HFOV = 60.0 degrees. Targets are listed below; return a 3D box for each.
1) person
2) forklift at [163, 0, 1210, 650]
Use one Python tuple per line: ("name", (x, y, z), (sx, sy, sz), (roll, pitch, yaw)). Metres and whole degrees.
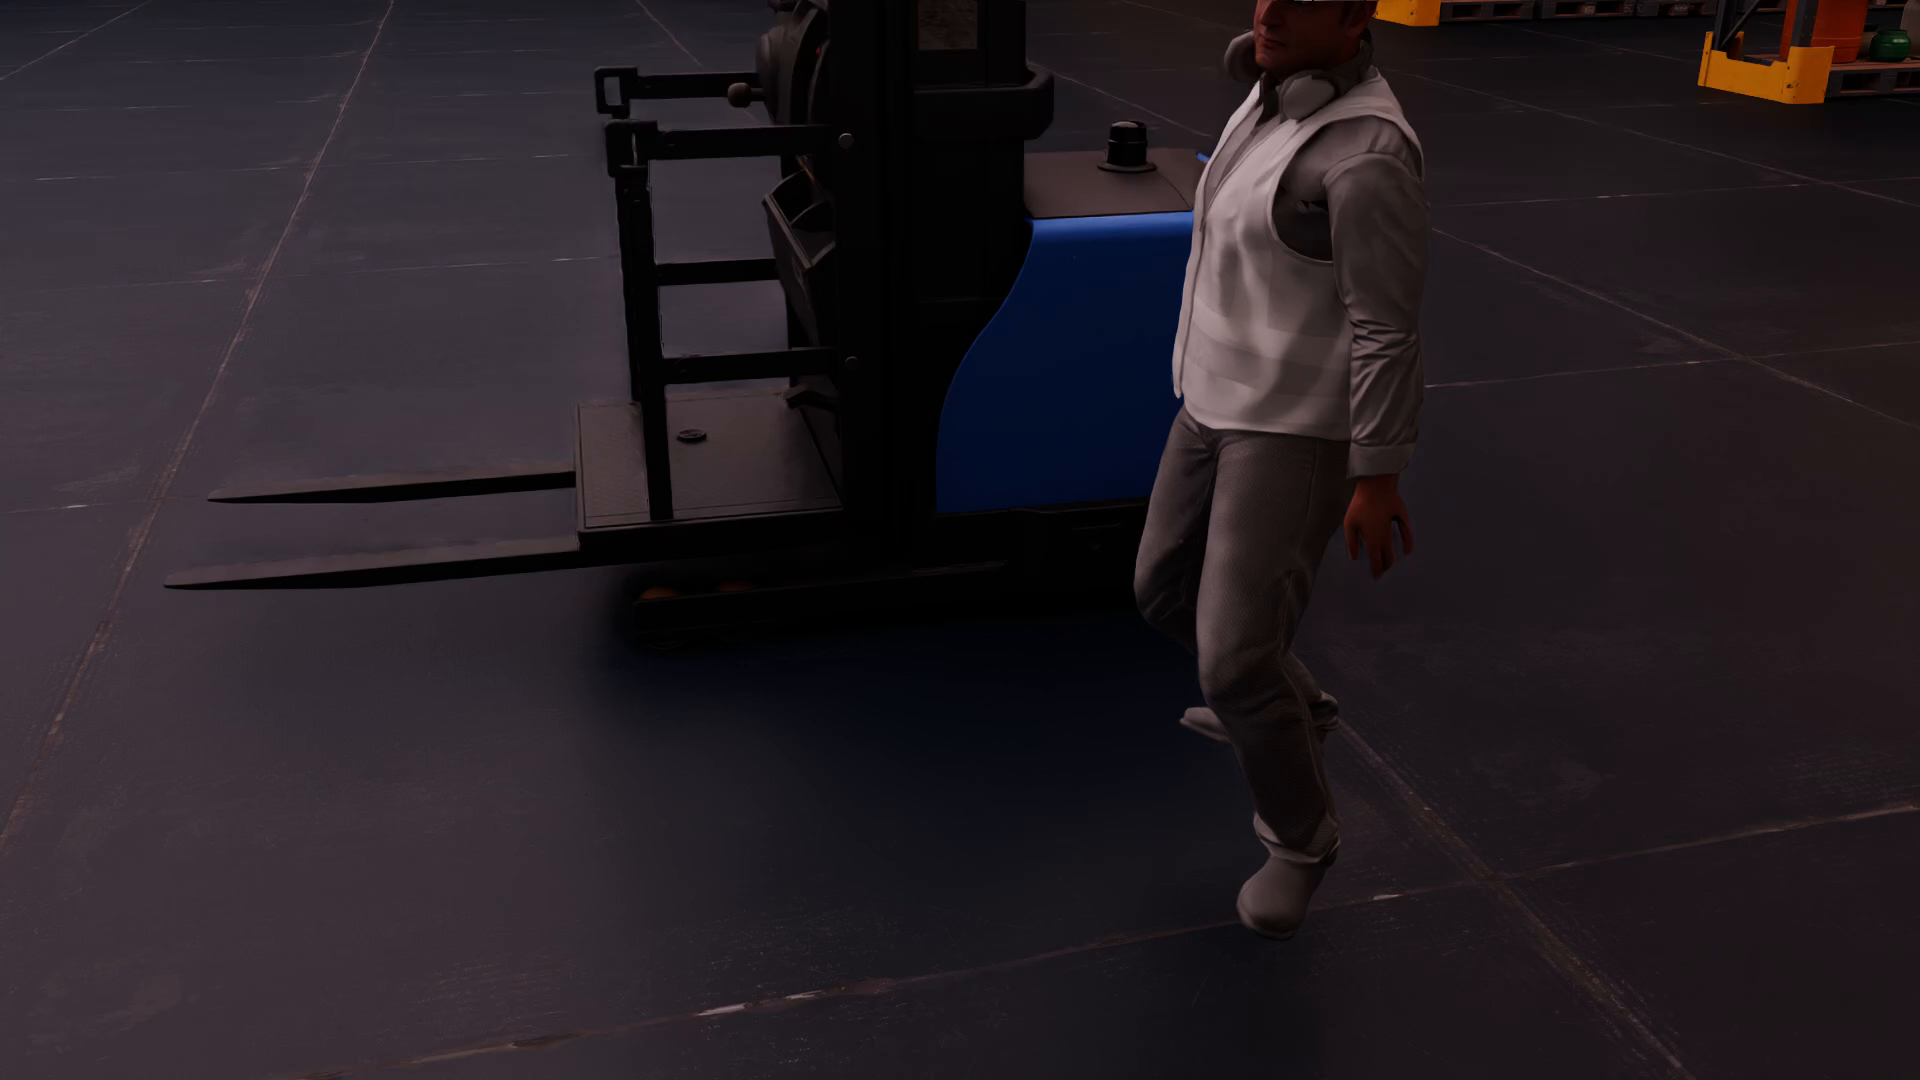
("person", (0.568, -0.242, 2.924), (0.432, 1.720, 0.852), (-3, 23, -8))
("forklift", (-0.617, -1.286, 4.331), (3.031, 2.935, 1.130), (-5, 24, -12))
